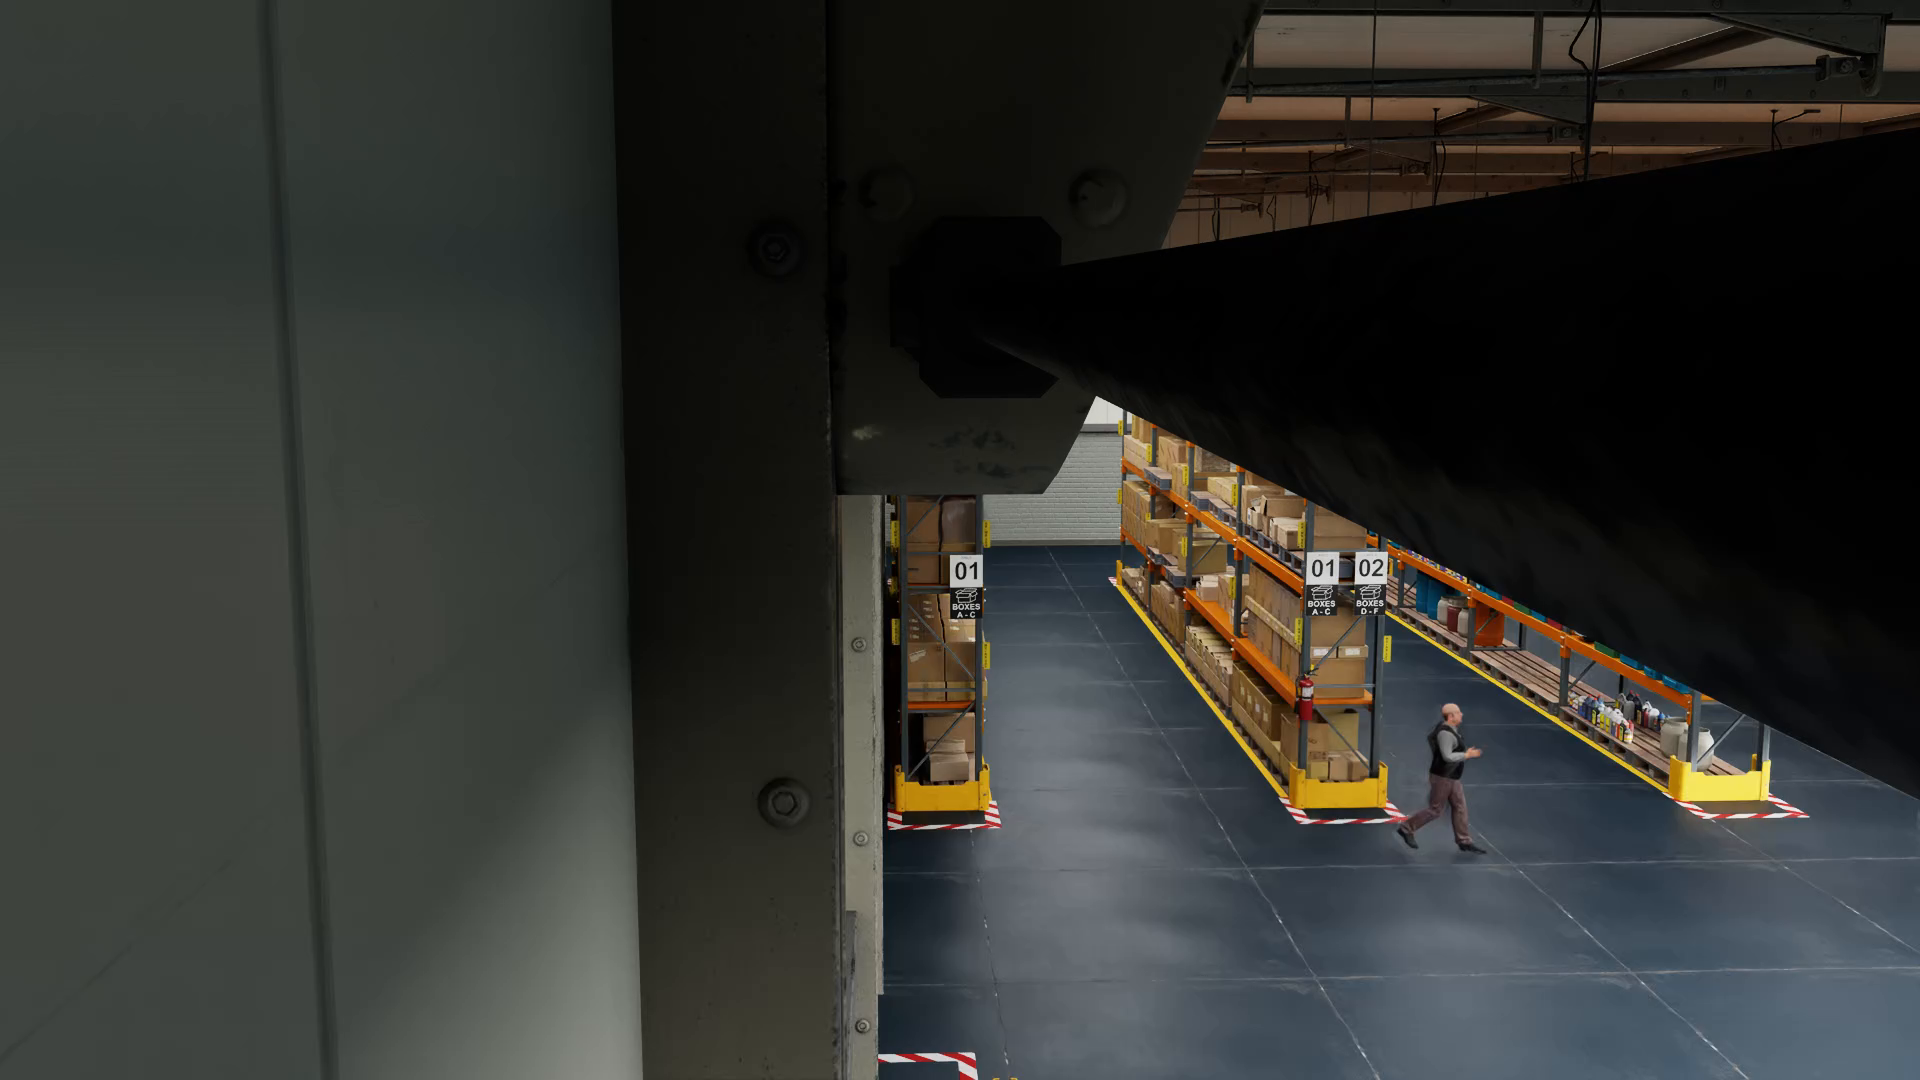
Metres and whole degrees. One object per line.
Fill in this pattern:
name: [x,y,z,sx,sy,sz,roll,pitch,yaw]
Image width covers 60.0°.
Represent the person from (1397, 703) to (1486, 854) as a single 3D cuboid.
person: [5.481,2.682,18.800,0.969,1.709,0.668,4,9,24]
